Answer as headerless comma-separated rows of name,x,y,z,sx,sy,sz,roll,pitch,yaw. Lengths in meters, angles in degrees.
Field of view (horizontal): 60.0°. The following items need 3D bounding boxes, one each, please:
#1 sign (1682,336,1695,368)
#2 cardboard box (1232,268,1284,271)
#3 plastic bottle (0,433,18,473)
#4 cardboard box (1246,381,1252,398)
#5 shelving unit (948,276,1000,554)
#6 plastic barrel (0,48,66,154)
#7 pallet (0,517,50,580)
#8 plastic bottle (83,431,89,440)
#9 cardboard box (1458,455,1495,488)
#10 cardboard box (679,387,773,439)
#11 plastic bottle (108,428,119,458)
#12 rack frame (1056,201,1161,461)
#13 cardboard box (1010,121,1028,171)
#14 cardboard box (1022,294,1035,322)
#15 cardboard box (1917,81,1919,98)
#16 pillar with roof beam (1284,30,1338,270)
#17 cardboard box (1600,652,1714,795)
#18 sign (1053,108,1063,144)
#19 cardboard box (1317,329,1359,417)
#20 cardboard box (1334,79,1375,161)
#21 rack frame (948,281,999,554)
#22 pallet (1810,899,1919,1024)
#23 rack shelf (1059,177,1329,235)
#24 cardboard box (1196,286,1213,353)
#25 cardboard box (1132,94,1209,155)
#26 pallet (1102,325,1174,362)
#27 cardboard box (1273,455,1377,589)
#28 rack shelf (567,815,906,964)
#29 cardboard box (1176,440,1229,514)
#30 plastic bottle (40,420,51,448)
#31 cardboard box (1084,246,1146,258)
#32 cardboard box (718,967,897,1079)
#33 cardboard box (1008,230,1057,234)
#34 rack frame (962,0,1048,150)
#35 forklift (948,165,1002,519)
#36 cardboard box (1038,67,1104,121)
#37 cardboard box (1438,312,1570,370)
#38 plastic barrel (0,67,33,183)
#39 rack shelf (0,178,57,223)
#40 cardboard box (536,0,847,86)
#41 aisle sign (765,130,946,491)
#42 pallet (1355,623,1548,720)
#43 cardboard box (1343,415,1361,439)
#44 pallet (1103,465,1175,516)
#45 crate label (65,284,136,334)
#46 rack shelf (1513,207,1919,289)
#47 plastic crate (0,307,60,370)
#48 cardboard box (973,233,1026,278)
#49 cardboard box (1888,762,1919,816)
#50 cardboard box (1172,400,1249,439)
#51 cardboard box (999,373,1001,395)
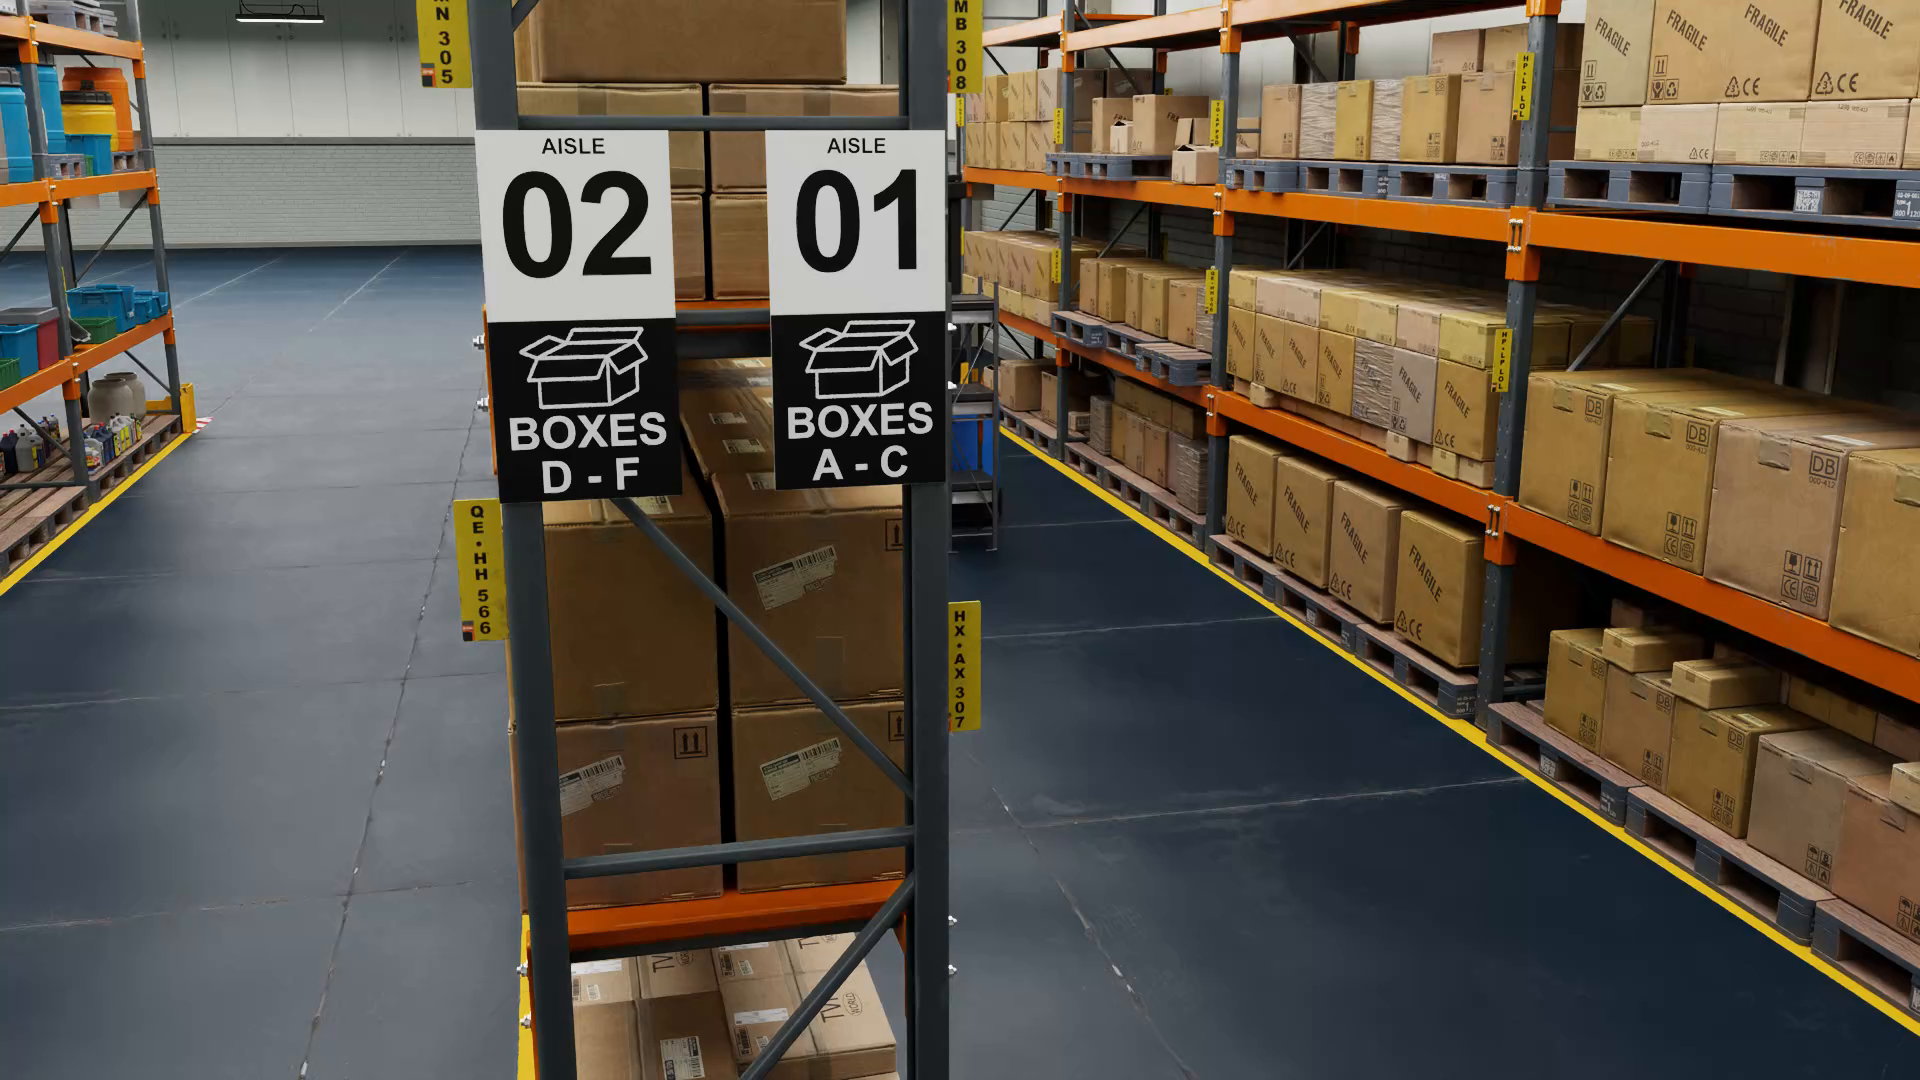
sign,3.888,-0.932,8.929,0.100,0.325,0.005,-3,14,-13
cardboard box,2.299,-2.019,12.868,0.380,0.149,0.250,-5,15,-21
plastic bottle,-8.592,-0.794,15.012,0.144,0.351,0.185,-4,14,-15
cardboard box,2.312,-1.104,12.114,0.380,0.149,0.250,-3,14,-12
shelving unit,0.039,-0.982,13.022,0.431,2.100,0.503,-3,14,-13
plastic barrel,-8.290,-3.875,14.706,0.600,0.901,0.708,-3,14,-13
pallet,-7.648,0.081,12.651,1.003,0.211,1.213,-3,14,-13
plastic bottle,-8.087,-0.863,15.294,0.144,0.351,0.185,-3,14,-13
cardboard box,2.994,-0.391,9.196,0.380,0.149,0.250,-3,14,-13
cardboard box,-0.737,-0.246,5.796,0.500,0.500,0.500,-3,14,-14
plastic bottle,-7.989,-0.922,15.678,0.061,0.283,0.133,-3,14,-11
rack frame,1.470,-2.287,16.468,1.000,3.000,0.127,-3,14,-13
cardboard box,0.837,-4.148,17.513,0.500,0.500,0.500,-4,14,-15
cardboard box,0.955,-2.432,17.334,0.500,0.250,0.500,-3,14,-13
cardboard box,3.744,-1.789,5.752,0.500,0.500,0.500,-3,14,-11
pillar with roof beam,-1.240,-4.387,12.421,9.100,9.000,0.400,-3,14,-13
cardboard box,3.539,0.863,7.956,0.700,0.500,0.500,-3,14,-14
sign,0.944,-3.963,15.919,0.100,0.325,0.005,-3,14,-13
cardboard box,2.634,-1.085,10.669,0.500,0.500,0.500,-3,14,-12
cardboard box,2.872,-2.727,10.812,0.700,0.500,0.500,-3,14,-10
rack frame,0.096,-0.926,12.791,0.400,2.100,0.015,-3,14,-13
pallet,4.024,1.656,6.205,1.003,0.211,1.213,-3,14,-13
rack shelf,1.939,-2.933,14.308,1.077,0.370,4.000,-3,14,-13
cardboard box,2.289,-1.734,13.068,0.700,0.500,0.500,-5,15,-20
cardboard box,1.810,-3.582,14.351,0.500,0.500,0.500,-4,14,-15
pallet,1.904,-1.725,14.573,1.003,0.211,1.213,-3,14,-13
cardboard box,2.654,-0.145,11.343,0.750,0.750,0.750,-3,14,-13
rack shelf,-0.996,0.551,5.954,0.919,0.124,3.809,-3,14,-13
cardboard box,2.189,-0.527,13.603,0.700,0.500,0.500,-3,14,-12
plastic bottle,-8.896,-1.031,16.149,0.097,0.271,0.097,0,14,0
cardboard box,1.562,-2.708,16.886,0.500,0.500,0.500,-4,14,-14
cardboard box,-0.496,1.624,5.327,0.500,0.250,0.500,-3,14,-13
cardboard box,0.847,-3.414,19.774,0.500,0.500,0.500,-3,14,-14
rack frame,0.530,-6.124,19.533,1.000,3.000,0.127,-3,14,-13
forklift,-0.618,-1.839,14.780,1.130,2.935,3.031,-5,15,-19
cardboard box,1.088,-4.389,16.390,0.500,0.500,0.500,-5,14,-18
cardboard box,2.990,-1.102,9.158,0.500,0.250,0.500,-3,14,-12
plastic barrel,-7.830,-3.330,13.361,0.600,0.901,0.708,-3,14,-13
rack shelf,-7.691,-2.381,12.048,1.077,0.370,4.000,-3,14,-13
cardboard box,-0.663,-1.351,3.998,0.700,0.500,0.500,-3,14,-13
aisle sign,-0.225,-0.505,3.697,0.394,0.787,0.004,-3,14,-13
pallet,3.094,0.739,9.956,1.003,0.211,1.213,-3,14,-13
cardboard box,2.687,-0.749,10.659,0.380,0.149,0.250,-3,14,-11
pallet,1.944,-0.471,14.909,1.003,0.211,1.213,-3,14,-13
crate label,-8.405,-2.265,16.304,0.502,0.435,0.616,-3,14,-13
rack shelf,3.818,-1.088,6.754,1.077,0.370,4.000,-3,14,-13
plastic crate,-7.749,-1.671,13.812,0.402,0.464,0.583,-3,14,-13
cardboard box,0.457,-3.269,19.183,0.500,0.500,0.500,-3,14,-13
cardboard box,3.758,0.942,6.265,0.380,0.149,0.250,-3,14,-12
cardboard box,2.116,-1.026,14.067,0.500,0.250,0.500,-3,14,-12
cardboard box,0.739,-1.821,19.299,0.500,0.311,0.500,-2,14,-9
